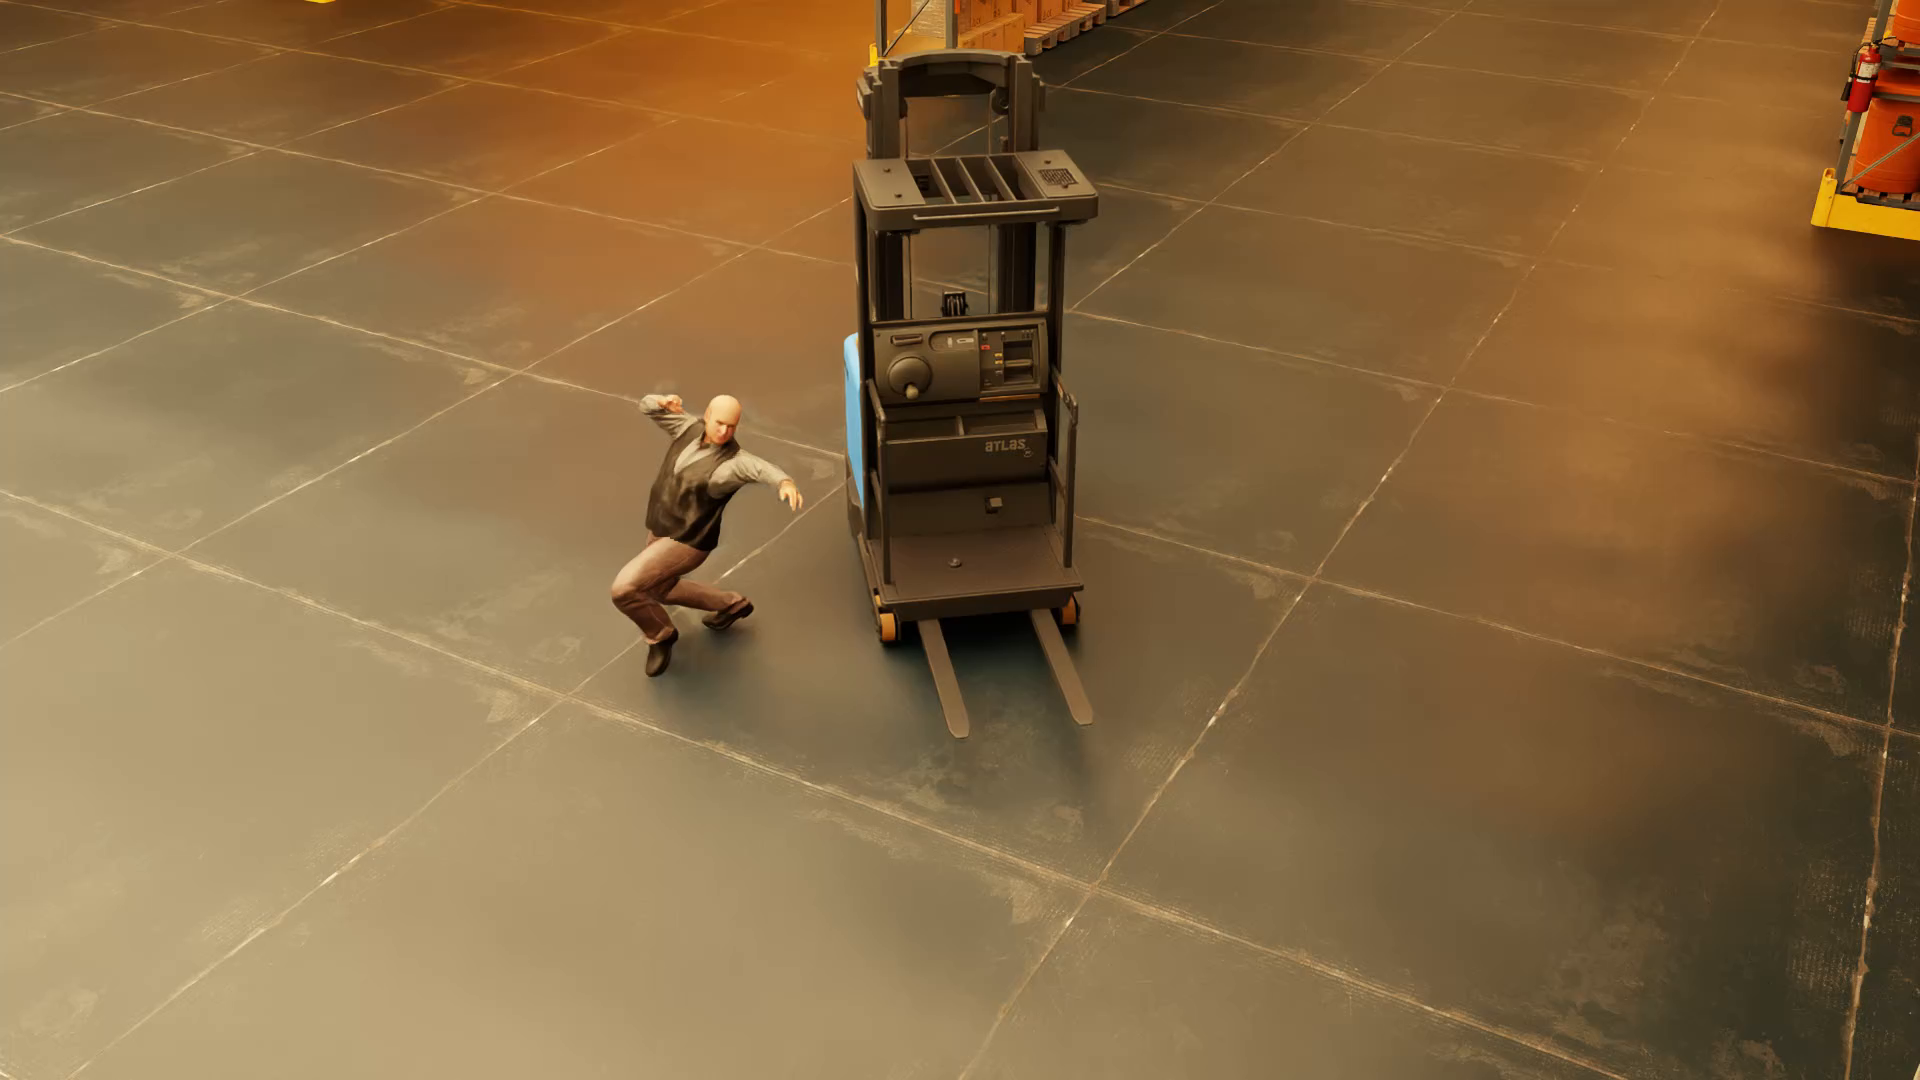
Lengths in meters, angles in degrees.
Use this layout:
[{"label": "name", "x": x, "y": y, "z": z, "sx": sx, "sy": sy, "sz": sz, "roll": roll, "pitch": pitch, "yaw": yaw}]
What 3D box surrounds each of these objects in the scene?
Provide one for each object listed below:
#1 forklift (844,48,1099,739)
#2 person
[{"label": "forklift", "x": 0.048, "y": -0.906, "z": 8.641, "sx": 1.130, "sy": 2.935, "sz": 3.031, "roll": -5, "pitch": 30, "yaw": -9}, {"label": "person", "x": -1.341, "y": 0.030, "z": 8.461, "sx": 0.872, "sy": 1.540, "sz": 1.064, "roll": -17, "pitch": 34, "yaw": -27}]
